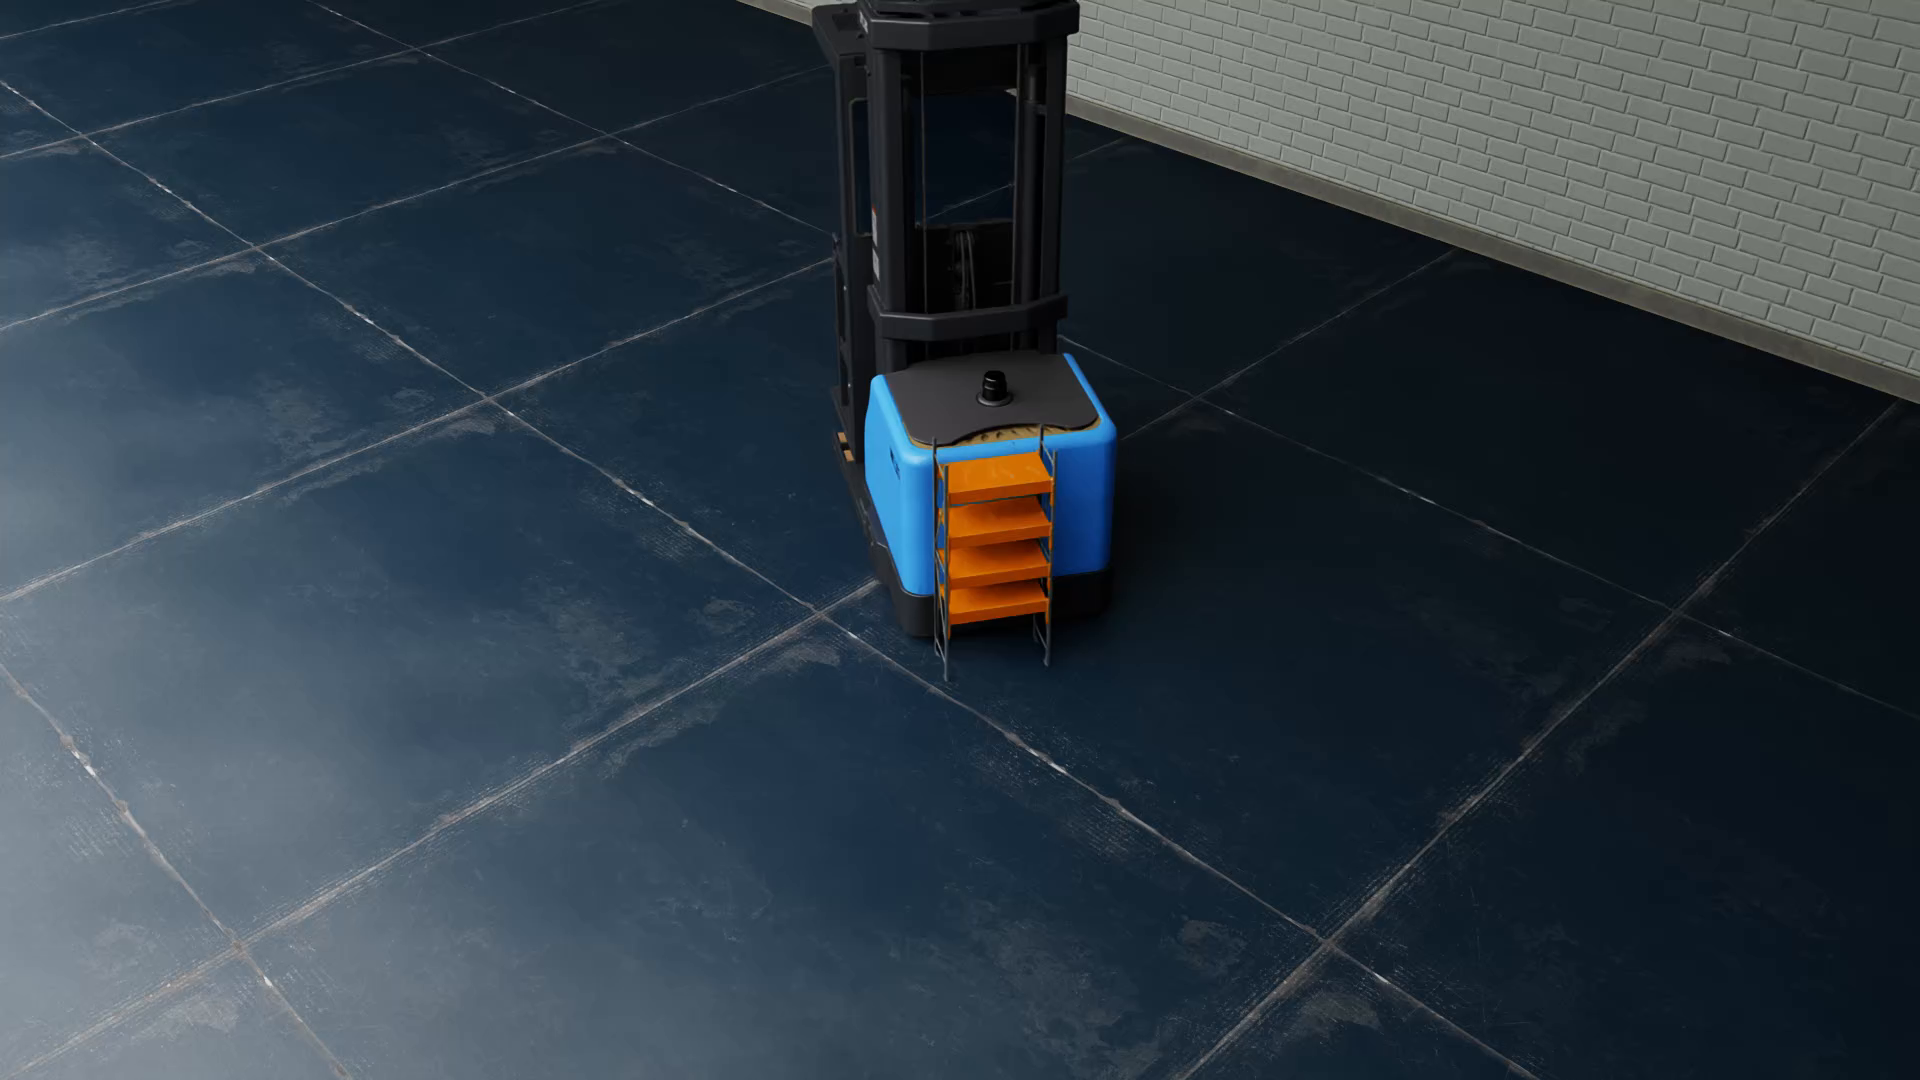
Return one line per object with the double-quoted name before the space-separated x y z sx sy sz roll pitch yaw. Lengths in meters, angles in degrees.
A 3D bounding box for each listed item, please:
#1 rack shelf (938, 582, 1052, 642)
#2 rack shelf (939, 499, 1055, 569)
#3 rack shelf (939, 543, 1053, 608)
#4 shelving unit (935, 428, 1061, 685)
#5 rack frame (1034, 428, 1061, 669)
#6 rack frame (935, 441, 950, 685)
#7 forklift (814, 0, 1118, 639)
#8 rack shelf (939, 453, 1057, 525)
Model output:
"rack shelf" 0.157 0.305 7.713 0.480 0.148 0.258 -8 37 -11
"rack shelf" 0.160 -0.036 7.464 0.480 0.148 0.258 -8 37 -11
"rack shelf" 0.158 0.145 7.596 0.480 0.148 0.258 -8 37 -11
"shelving unit" 0.159 0.090 7.556 0.503 1.200 0.258 -8 37 -11
"rack frame" 0.396 0.058 7.603 0.015 1.200 0.240 -8 37 -11
"rack frame" -0.078 0.123 7.510 0.015 1.200 0.240 -8 37 -11
"forklift" -0.087 -1.568 8.427 1.130 2.935 3.031 -7 36 -11
"rack shelf" 0.161 -0.226 7.323 0.480 0.148 0.258 -8 37 -11
